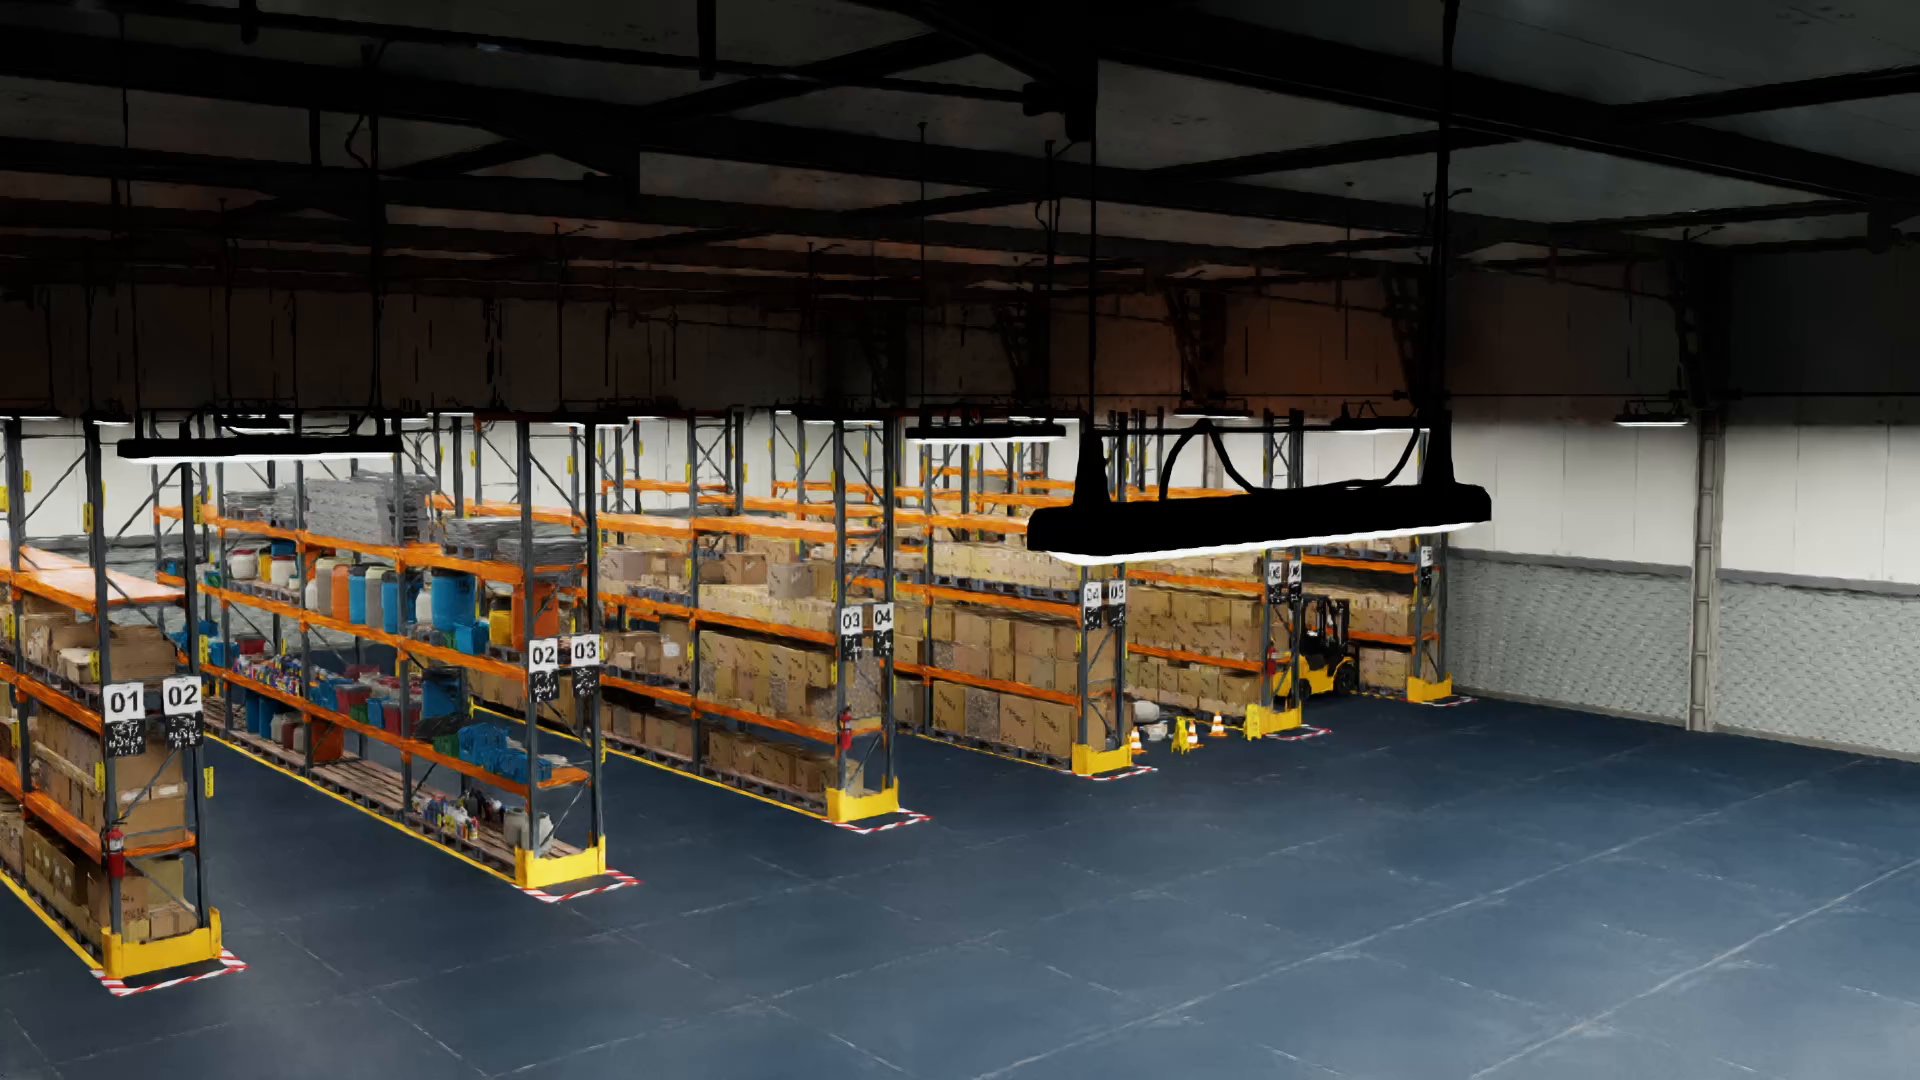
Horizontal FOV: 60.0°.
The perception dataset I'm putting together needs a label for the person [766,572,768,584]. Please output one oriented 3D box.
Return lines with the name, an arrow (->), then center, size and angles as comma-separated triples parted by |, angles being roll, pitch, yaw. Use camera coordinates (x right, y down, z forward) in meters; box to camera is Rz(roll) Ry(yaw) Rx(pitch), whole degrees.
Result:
person -> -4.996, 1.429, 45.631 | 0.704, 1.779, 0.458 | 1, 5, 17
